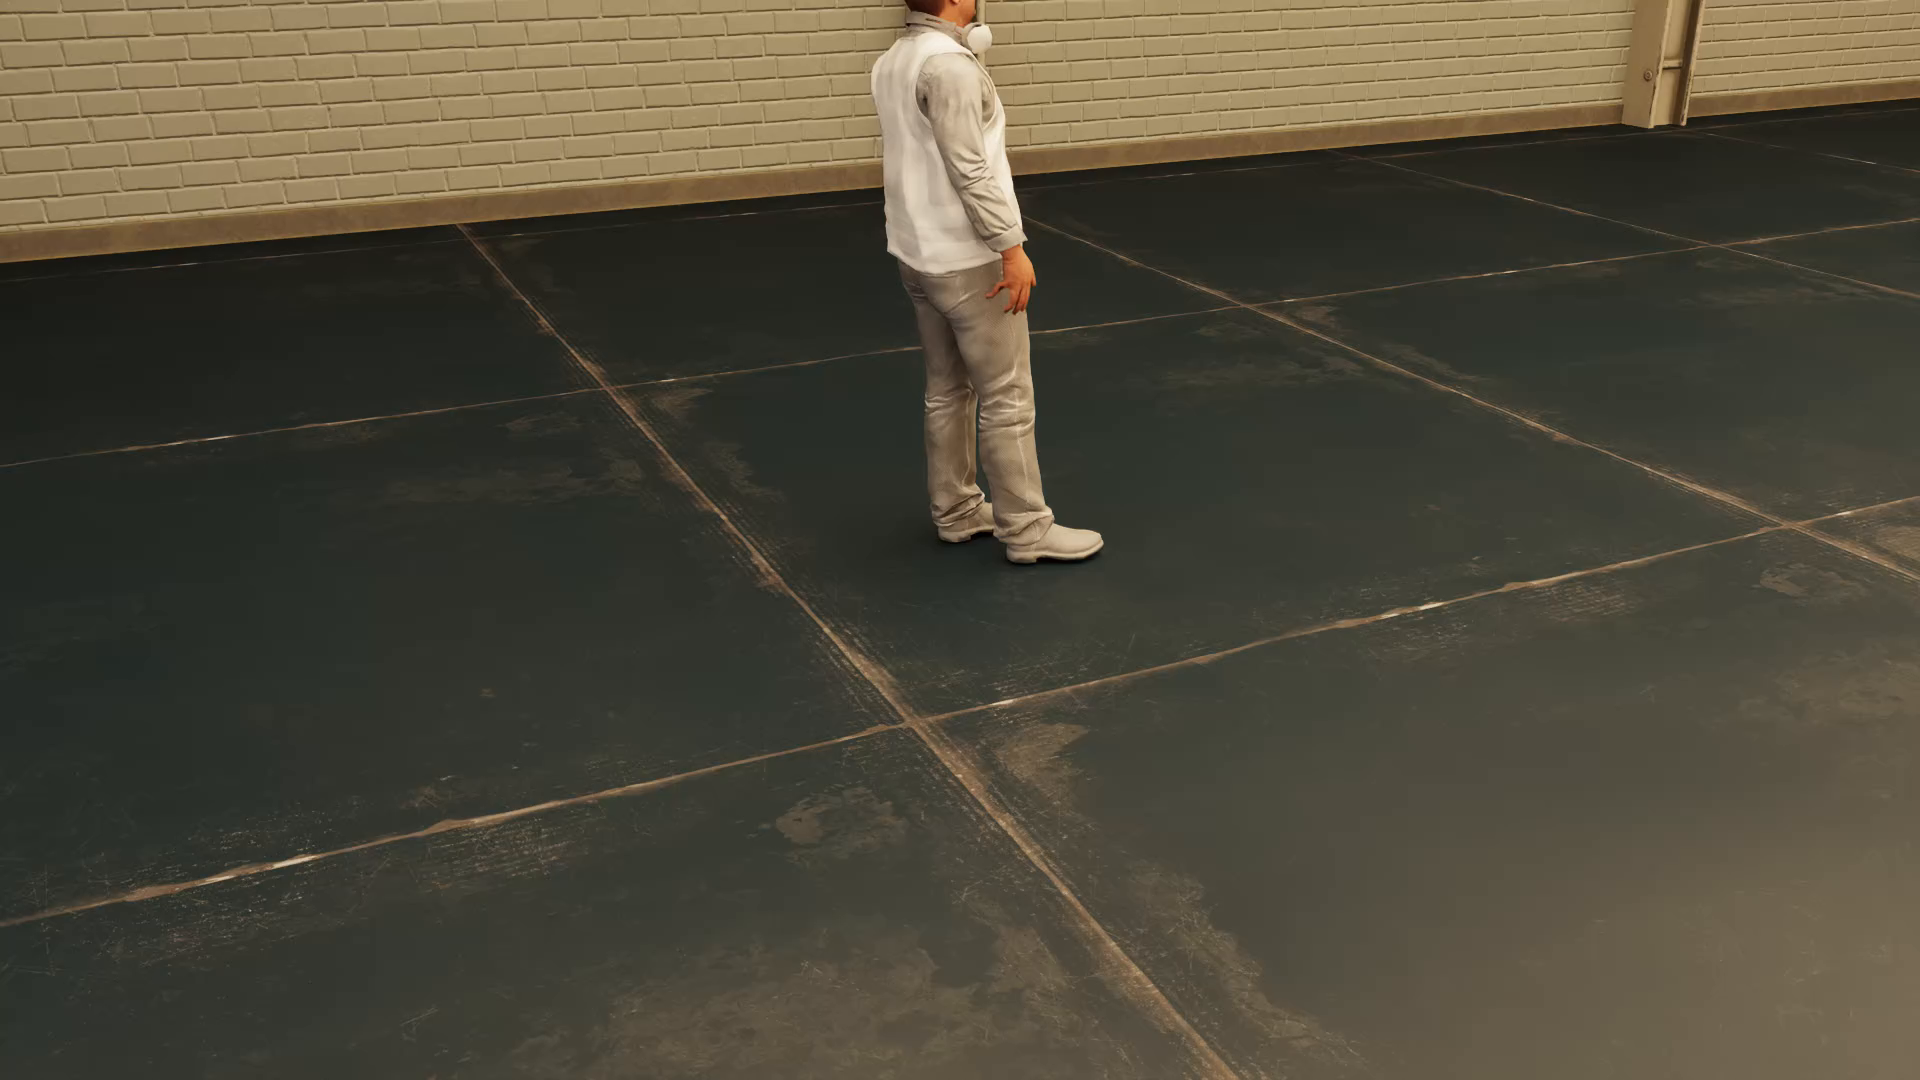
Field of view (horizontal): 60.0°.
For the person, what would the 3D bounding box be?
[{"bbox_3d":[0.060,-0.834,4.782,0.566,1.775,0.634,-10,25,-23],"label":"person"}]
